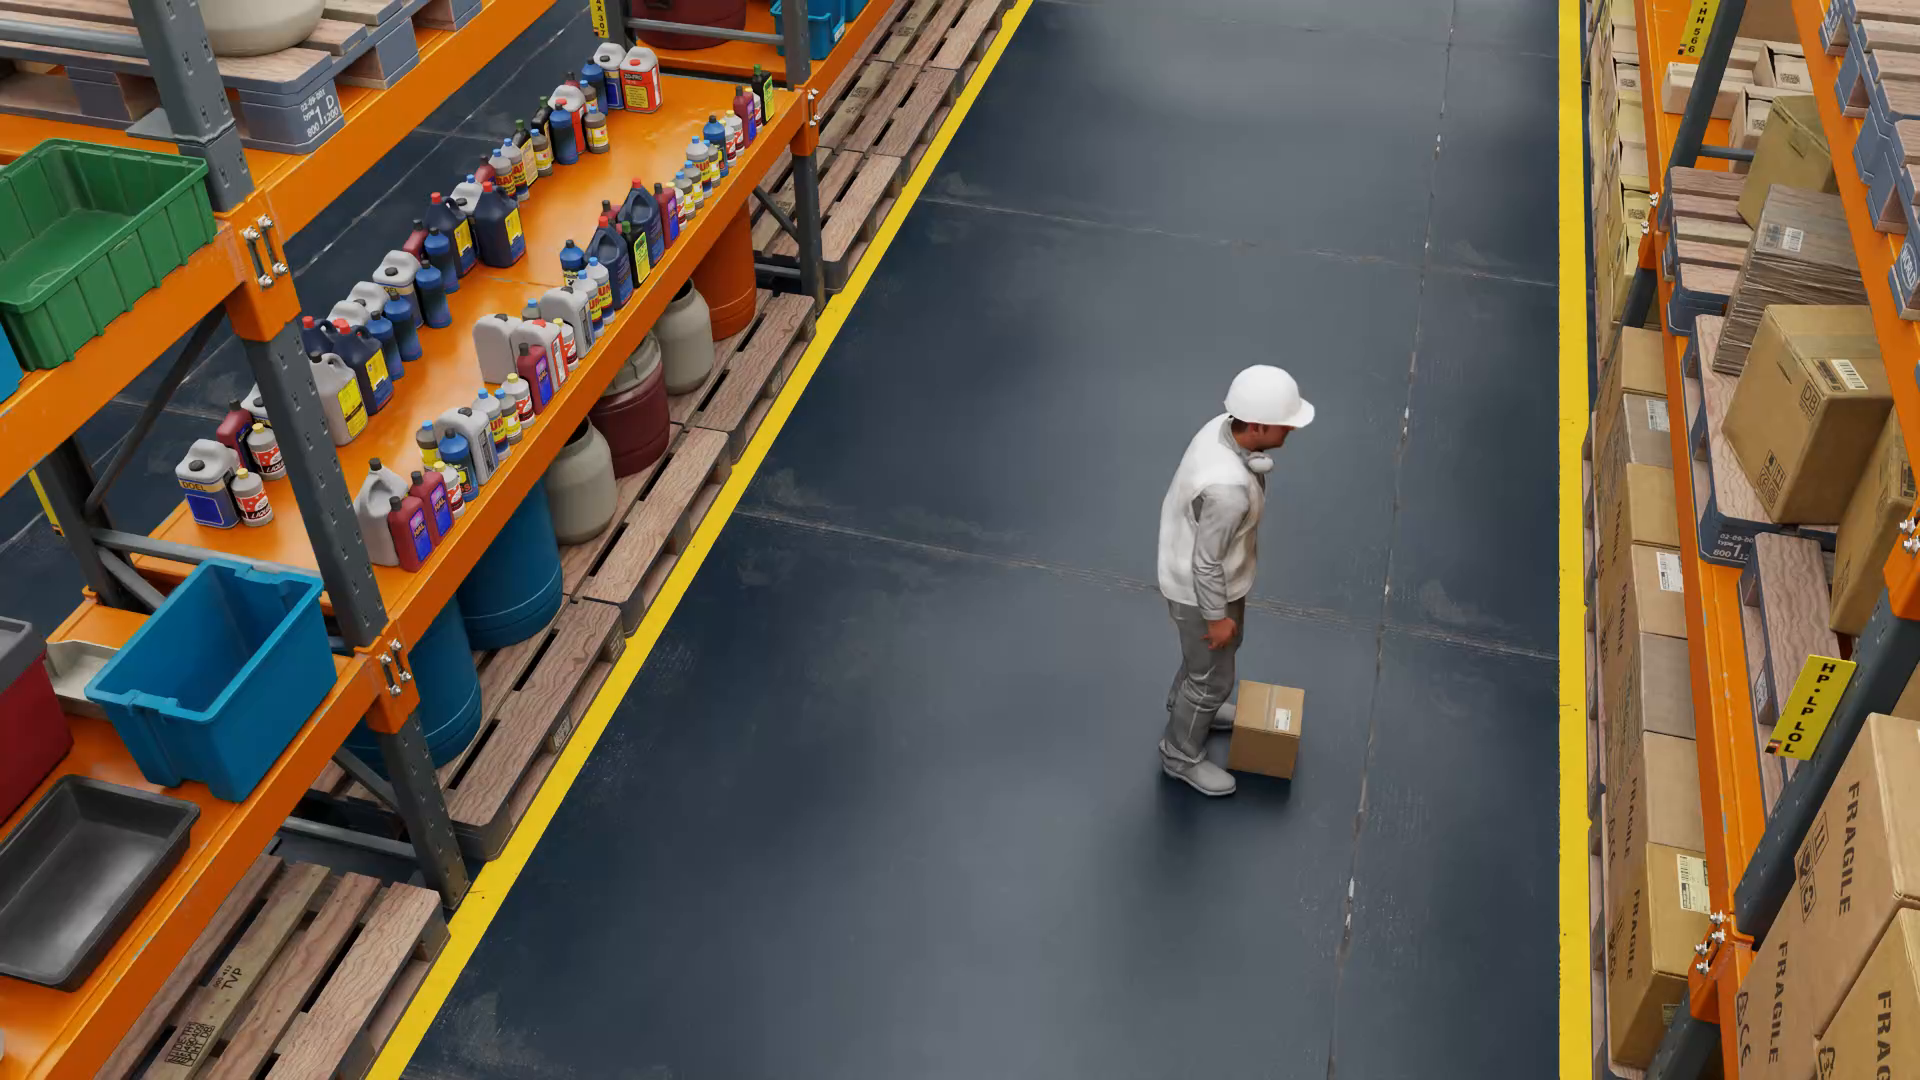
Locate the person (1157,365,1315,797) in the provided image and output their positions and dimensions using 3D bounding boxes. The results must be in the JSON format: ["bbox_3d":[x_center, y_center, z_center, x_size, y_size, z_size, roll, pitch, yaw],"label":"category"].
[{"bbox_3d":[0.940,0.121,5.997,0.466,1.771,0.585,9,42,11],"label":"person"}]
